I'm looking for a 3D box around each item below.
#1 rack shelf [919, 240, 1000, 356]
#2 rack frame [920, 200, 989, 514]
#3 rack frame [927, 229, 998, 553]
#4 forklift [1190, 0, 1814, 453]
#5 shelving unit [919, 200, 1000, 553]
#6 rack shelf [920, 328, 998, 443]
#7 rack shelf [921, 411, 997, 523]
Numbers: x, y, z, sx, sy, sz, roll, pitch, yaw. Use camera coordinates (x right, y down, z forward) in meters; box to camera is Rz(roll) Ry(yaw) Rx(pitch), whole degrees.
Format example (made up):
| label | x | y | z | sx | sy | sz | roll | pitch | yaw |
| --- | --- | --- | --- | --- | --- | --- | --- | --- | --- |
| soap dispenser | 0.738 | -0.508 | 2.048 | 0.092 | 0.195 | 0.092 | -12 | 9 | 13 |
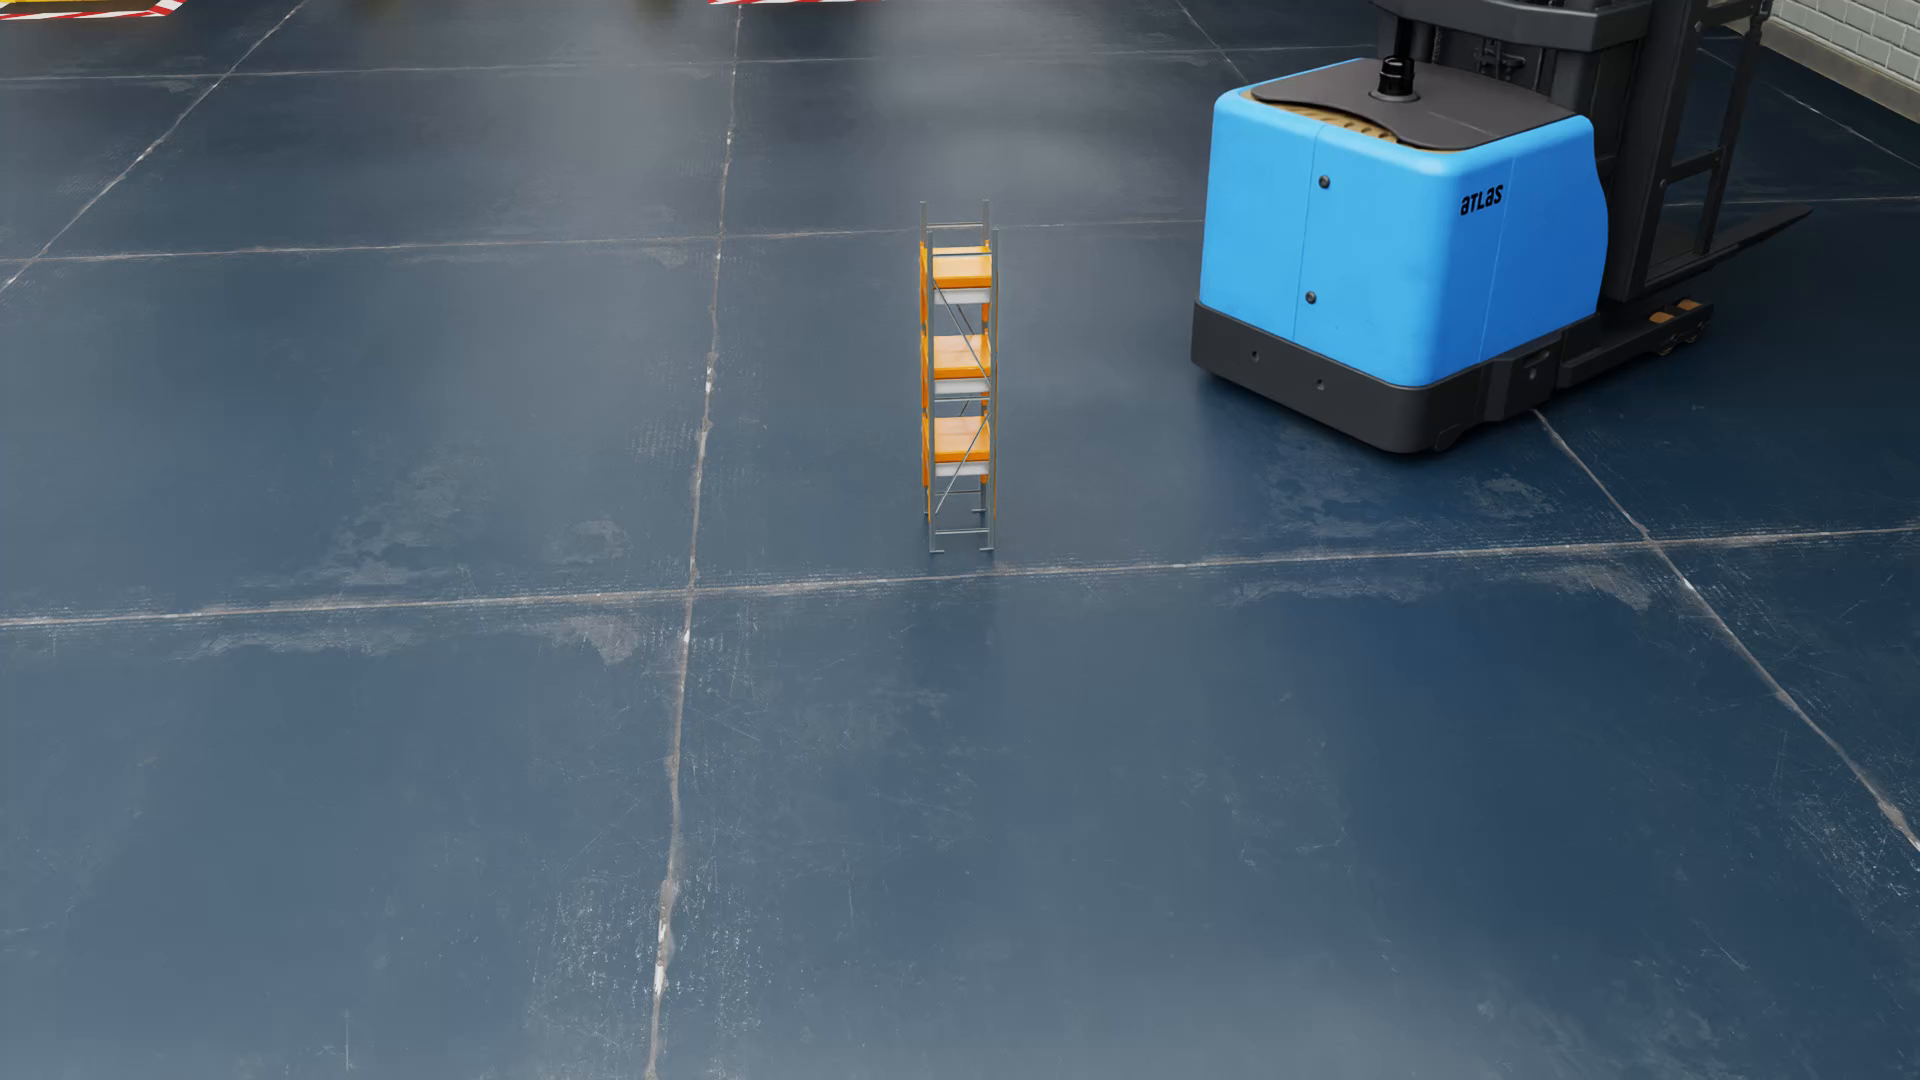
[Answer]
| label | x | y | z | sx | sy | sz | roll | pitch | yaw |
| --- | --- | --- | --- | --- | --- | --- | --- | --- | --- |
| rack shelf | -0.005 | -0.713 | 4.886 | 0.215 | 0.259 | 0.240 | -3 | 31 | -5 |
| rack frame | -0.016 | -0.540 | 5.131 | 0.200 | 1.050 | 0.008 | -3 | 31 | -5 |
| rack frame | 0.006 | -0.416 | 4.922 | 0.200 | 1.050 | 0.008 | -3 | 31 | -5 |
| forklift | 2.331 | -2.162 | 6.011 | 3.031 | 2.935 | 1.130 | -22 | 37 | -33 |
| shelving unit | -0.005 | -0.478 | 5.027 | 0.215 | 1.050 | 0.252 | -3 | 31 | -5 |
| rack shelf | -0.005 | -0.469 | 5.032 | 0.215 | 0.259 | 0.240 | -3 | 31 | -5 |
| rack shelf | -0.005 | -0.230 | 5.174 | 0.215 | 0.259 | 0.240 | -3 | 31 | -5 |
